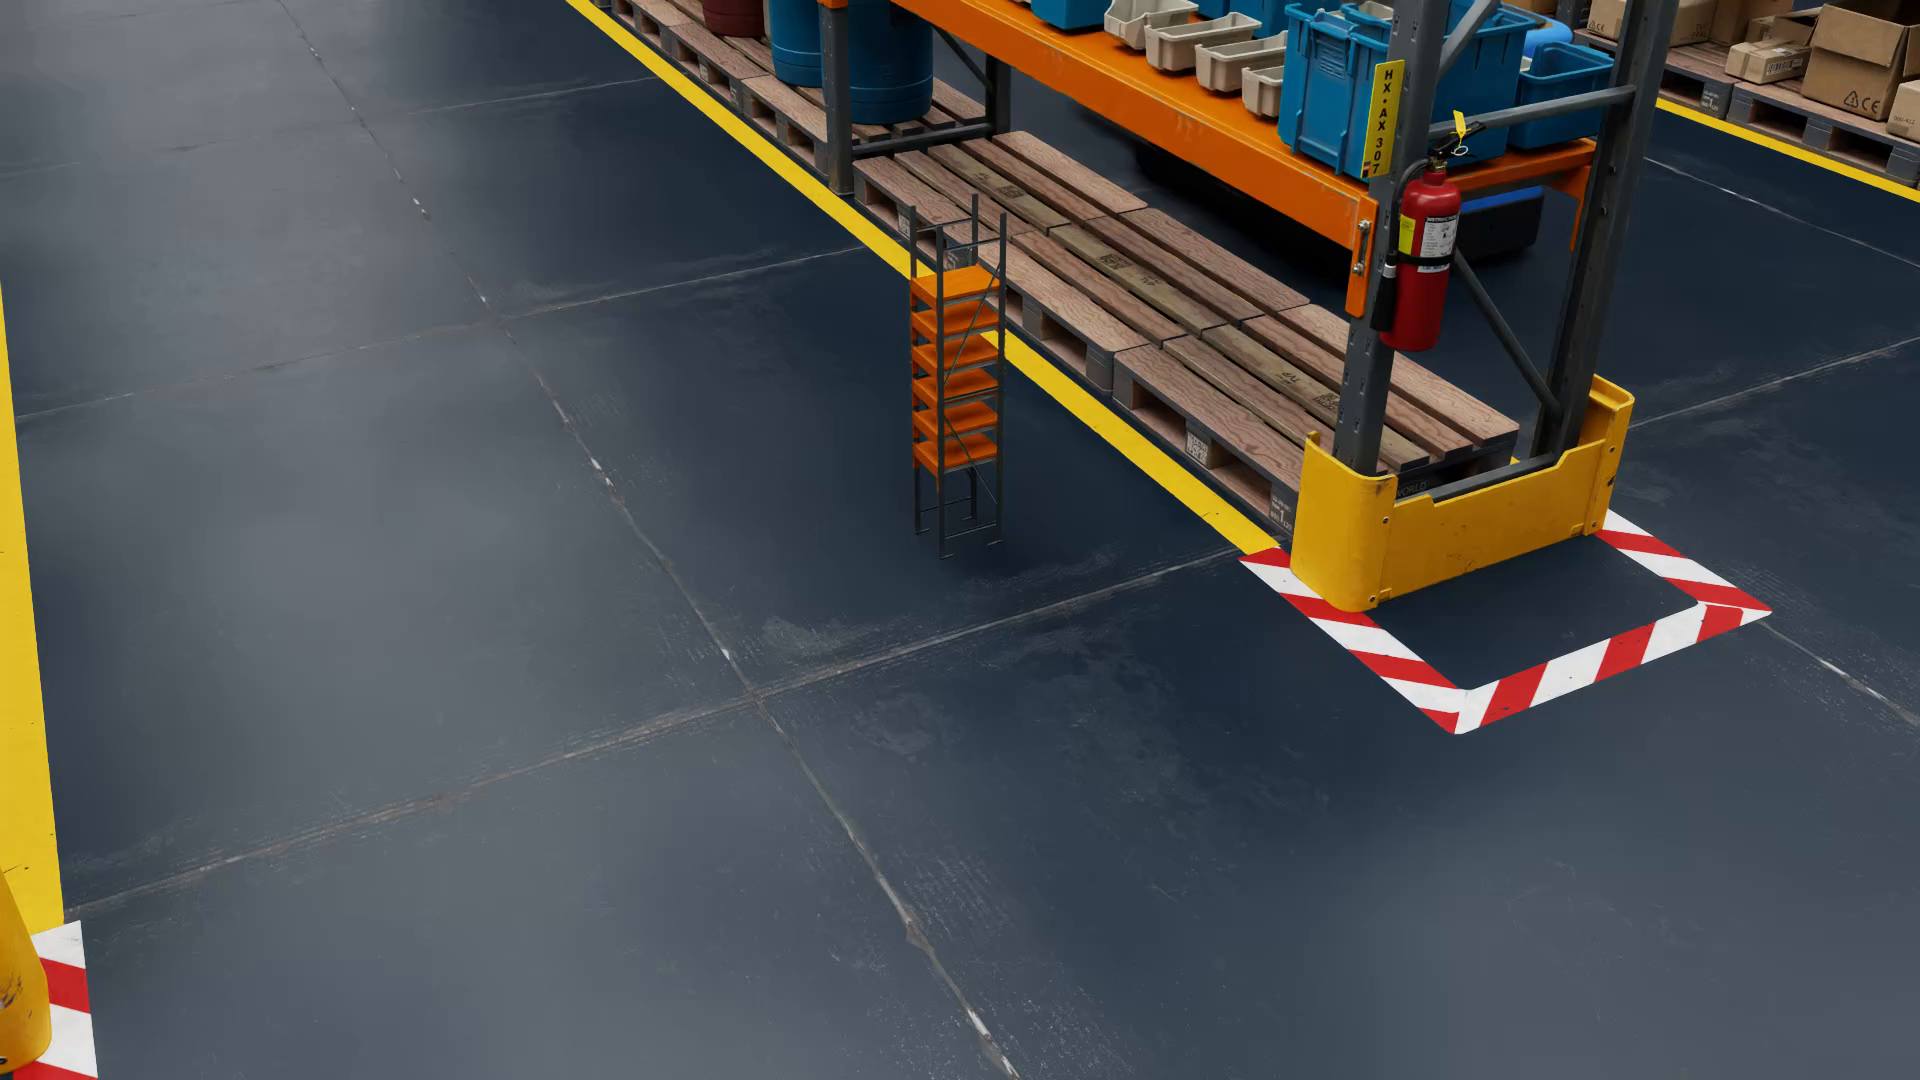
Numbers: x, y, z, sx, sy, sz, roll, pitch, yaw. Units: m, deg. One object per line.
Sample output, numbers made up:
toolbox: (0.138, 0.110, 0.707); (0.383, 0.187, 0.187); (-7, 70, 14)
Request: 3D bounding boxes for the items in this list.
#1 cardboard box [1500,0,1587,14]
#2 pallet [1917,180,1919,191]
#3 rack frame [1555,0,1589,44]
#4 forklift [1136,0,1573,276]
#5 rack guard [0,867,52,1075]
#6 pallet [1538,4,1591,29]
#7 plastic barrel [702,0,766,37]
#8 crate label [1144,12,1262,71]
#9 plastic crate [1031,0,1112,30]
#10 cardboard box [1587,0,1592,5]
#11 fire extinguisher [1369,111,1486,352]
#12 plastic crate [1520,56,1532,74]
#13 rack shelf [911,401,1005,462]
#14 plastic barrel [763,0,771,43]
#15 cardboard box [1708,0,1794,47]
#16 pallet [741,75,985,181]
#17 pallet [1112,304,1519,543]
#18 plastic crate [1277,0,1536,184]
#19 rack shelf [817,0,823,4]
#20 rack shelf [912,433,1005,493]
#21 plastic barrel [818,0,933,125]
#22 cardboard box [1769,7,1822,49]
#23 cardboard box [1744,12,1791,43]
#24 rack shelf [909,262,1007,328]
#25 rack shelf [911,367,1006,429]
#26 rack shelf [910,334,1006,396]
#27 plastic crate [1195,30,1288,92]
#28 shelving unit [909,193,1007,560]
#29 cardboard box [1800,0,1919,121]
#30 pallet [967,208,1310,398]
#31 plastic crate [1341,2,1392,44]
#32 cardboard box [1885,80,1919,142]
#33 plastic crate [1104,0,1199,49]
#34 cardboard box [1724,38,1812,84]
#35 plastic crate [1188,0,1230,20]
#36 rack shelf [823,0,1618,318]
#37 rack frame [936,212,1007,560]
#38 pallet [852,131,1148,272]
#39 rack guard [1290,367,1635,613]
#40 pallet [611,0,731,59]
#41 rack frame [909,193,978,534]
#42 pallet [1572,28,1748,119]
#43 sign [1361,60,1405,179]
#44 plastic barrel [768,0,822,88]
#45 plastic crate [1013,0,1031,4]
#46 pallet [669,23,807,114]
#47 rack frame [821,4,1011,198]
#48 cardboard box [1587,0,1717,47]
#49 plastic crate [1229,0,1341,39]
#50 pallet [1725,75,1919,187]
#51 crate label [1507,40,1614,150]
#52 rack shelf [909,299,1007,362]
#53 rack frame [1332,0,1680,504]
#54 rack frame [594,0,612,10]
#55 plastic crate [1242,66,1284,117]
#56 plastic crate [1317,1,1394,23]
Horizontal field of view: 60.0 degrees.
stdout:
cardboard box: (3.696, -3.701, 10.655); (0.500, 0.500, 0.500); (-16, 36, -23)
pallet: (5.637, -1.738, 8.267); (1.003, 0.211, 1.213); (-16, 36, -23)
rack frame: (4.180, -4.405, 9.845); (1.000, 3.000, 0.127); (-16, 36, -23)
forklift: (1.590, -3.168, 7.977); (1.130, 2.935, 3.031); (-15, 36, -22)
rack guard: (-2.709, 1.058, 3.635); (1.175, 0.500, 0.348); (-16, 36, -23)
pallet: (3.767, -3.609, 11.188); (1.003, 0.211, 1.213); (-16, 36, -23)
plastic barrel: (-1.299, -3.463, 10.221); (0.600, 0.588, 0.708); (-16, 36, -23)
crate label: (0.847, -1.778, 5.934); (0.396, 0.136, 0.243); (-16, 36, -23)
plastic crate: (0.477, -2.122, 6.381); (0.416, 0.233, 0.300); (-16, 36, -23)
cardboard box: (4.170, -3.830, 10.856); (0.500, 0.500, 0.500); (-18, 37, -25)
fire extinguisher: (1.329, -0.876, 4.754); (0.296, 0.674, 0.183); (-16, 36, -23)
plastic crate: (1.761, -1.541, 5.563); (0.250, 0.136, 0.298); (-16, 36, -23)
rack shelf: (-0.007, -0.374, 5.526); (0.258, 0.103, 0.180); (-16, 36, -23)
plastic barrel: (-0.957, -3.184, 9.856); (0.421, 0.512, 0.421); (0, 33, 0)
cardboard box: (4.696, -3.337, 10.087); (0.500, 0.500, 0.500); (-16, 36, -23)
pallet: (-0.527, -2.365, 9.246); (1.003, 0.211, 1.213); (-16, 36, -23)
pallet: (1.311, -0.481, 6.305); (1.003, 0.211, 1.213); (-16, 36, -23)
plastic crate: (1.340, -1.405, 5.074); (0.616, 0.435, 0.499); (-16, 36, -23)
rack shelf: (-1.136, -3.812, 9.587); (1.077, 0.370, 4.000); (-16, 36, -23)
rack shelf: (-0.007, -0.273, 5.591); (0.258, 0.103, 0.180); (-16, 36, -23)
plastic barrel: (-0.442, -2.718, 8.768); (0.600, 0.901, 0.708); (-16, 36, -23)
cardboard box: (5.046, -2.899, 9.580); (0.500, 0.311, 0.500); (-16, 36, -23)
cardboard box: (4.924, -3.025, 9.926); (0.380, 0.149, 0.250); (-16, 36, -23)
rack shelf: (-0.007, -0.778, 5.267); (0.258, 0.103, 0.180); (-16, 36, -23)
rack shelf: (-0.007, -0.475, 5.461); (0.258, 0.103, 0.180); (-16, 36, -23)
rack shelf: (-0.007, -0.576, 5.396); (0.258, 0.103, 0.180); (-16, 36, -23)
plastic crate: (0.998, -1.652, 5.736); (0.396, 0.136, 0.243); (-16, 36, -23)
shelving unit: (-0.007, -0.512, 5.437); (0.258, 1.200, 0.189); (-16, 36, -23)
cardboard box: (5.060, -2.644, 9.002); (0.797, 0.503, 0.637); (-16, 36, -23)
pallet: (0.746, -1.062, 7.213); (1.003, 0.211, 1.213); (-16, 36, -23)
plastic crate: (1.530, -1.721, 5.756); (0.416, 0.233, 0.300); (-16, 36, -23)
cardboard box: (5.157, -2.182, 8.516); (0.500, 0.250, 0.500); (-16, 36, -23)
plastic crate: (0.692, -1.915, 6.147); (0.298, 0.136, 0.250); (-16, 36, -23)
cardboard box: (4.596, -2.732, 9.452); (0.380, 0.166, 0.250); (-16, 36, -23)
plastic crate: (1.083, -2.179, 6.470); (0.416, 0.233, 0.300); (-16, 36, -23)
rack shelf: (0.729, -1.903, 6.607); (1.077, 0.370, 4.000); (-16, 36, -23)
rack frame: (0.036, -0.468, 5.369); (0.240, 1.200, 0.006); (-16, 36, -23)
pallet: (0.173, -1.645, 8.123); (1.003, 0.211, 1.213); (-16, 36, -23)
rack guard: (1.684, -0.191, 5.585); (1.175, 0.500, 0.348); (-16, 36, -23)
pallet: (-1.664, -3.530, 11.064); (1.003, 0.211, 1.213); (-16, 36, -23)
rack frame: (-0.049, -0.556, 5.505); (0.240, 1.200, 0.006); (-16, 36, -23)
pallet: (4.499, -2.903, 10.085); (1.003, 0.211, 1.213); (-16, 36, -23)
sign: (1.182, -1.174, 4.651); (0.100, 0.325, 0.005); (-16, 36, -23)
plastic barrel: (-0.773, -3.056, 9.295); (0.600, 0.901, 0.708); (-16, 36, -23)
plastic crate: (0.345, -2.361, 6.709); (0.437, 0.282, 0.530); (-16, 36, -23)
pallet: (-1.100, -2.948, 10.156); (1.003, 0.211, 1.213); (-16, 36, -23)
rack frame: (-0.204, -3.161, 7.903); (1.000, 3.000, 0.127); (-16, 36, -23)
cardboard box: (4.184, -3.203, 10.054); (0.500, 0.311, 0.500); (-16, 36, -23)
plastic crate: (1.223, -2.036, 6.246); (0.416, 0.233, 0.300); (-16, 36, -23)
pallet: (5.072, -2.320, 9.175); (1.003, 0.211, 1.213); (-16, 36, -23)
crate label: (1.837, -1.407, 5.265); (0.416, 0.233, 0.303); (-16, 36, -23)
rack shelf: (-0.007, -0.677, 5.332); (0.258, 0.103, 0.180); (-16, 36, -23)
rack frame: (1.661, -1.252, 4.923); (1.000, 3.000, 0.127); (-16, 36, -23)
rack frame: (-2.069, -5.070, 10.882); (1.000, 3.000, 0.127); (-16, 36, -23)
plastic crate: (1.121, -1.510, 5.515); (0.396, 0.136, 0.243); (-16, 36, -23)
plastic crate: (1.445, -1.864, 6.068); (0.250, 0.136, 0.298); (-16, 36, -23)
